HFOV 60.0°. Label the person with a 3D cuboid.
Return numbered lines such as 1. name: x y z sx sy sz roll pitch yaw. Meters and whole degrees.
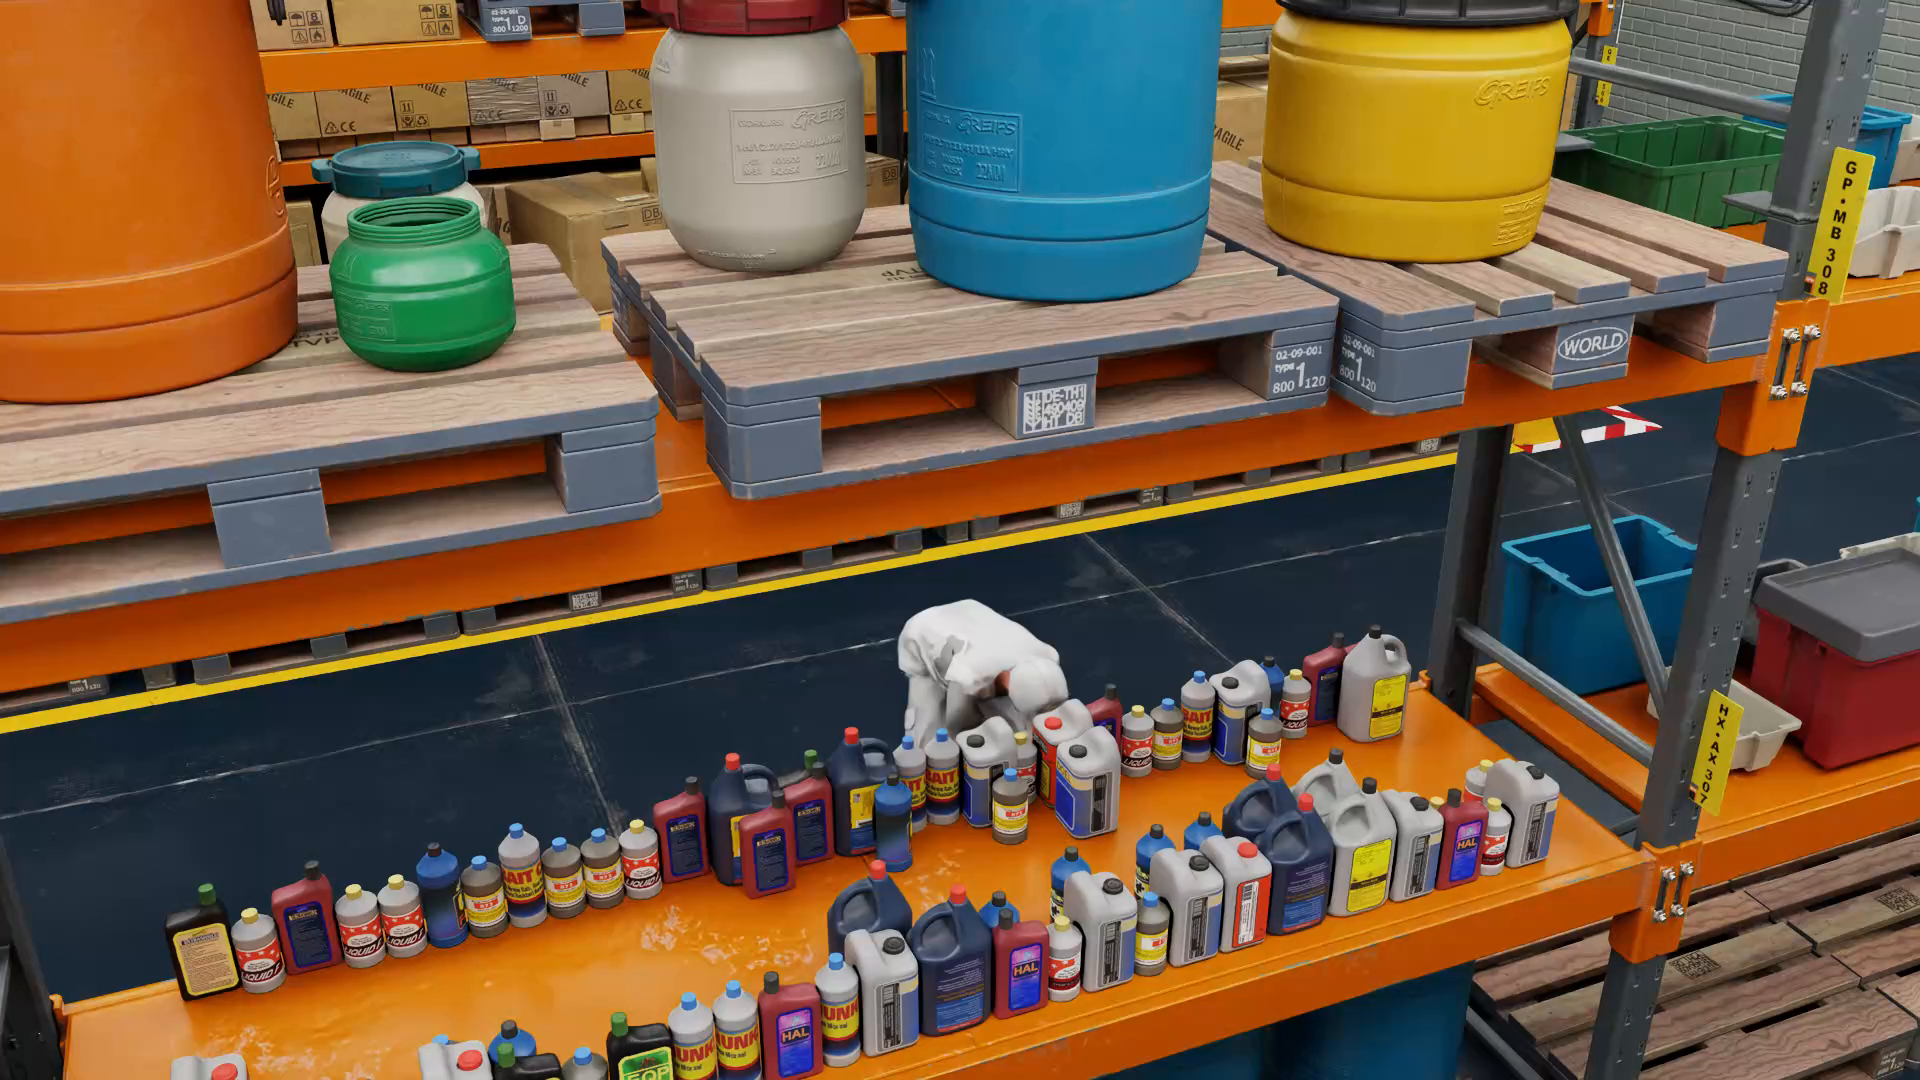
1. person: 0.106 0.789 6.167 0.520 1.157 0.946 -12 28 -23
